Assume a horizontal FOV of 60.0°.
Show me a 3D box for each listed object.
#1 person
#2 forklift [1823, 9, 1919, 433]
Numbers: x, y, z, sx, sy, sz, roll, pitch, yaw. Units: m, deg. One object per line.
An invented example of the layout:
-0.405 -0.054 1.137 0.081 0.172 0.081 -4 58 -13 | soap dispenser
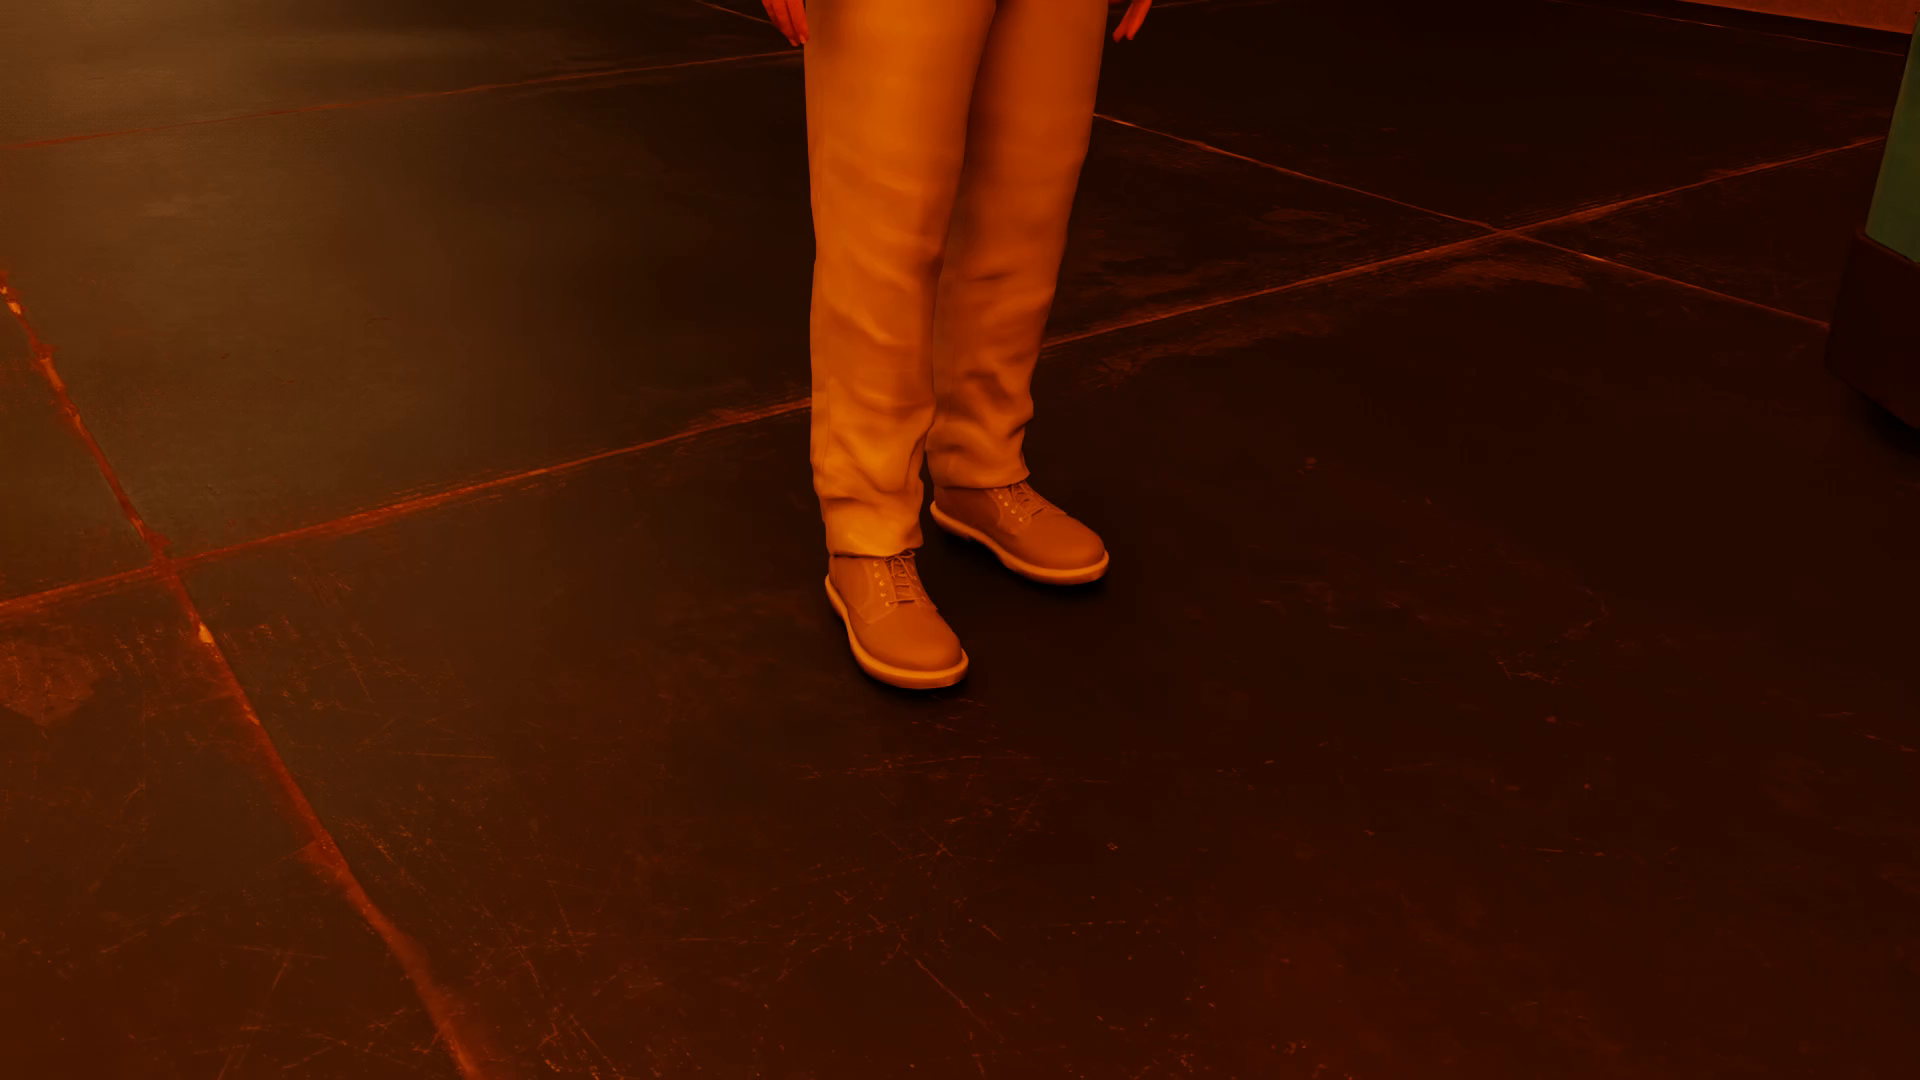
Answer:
0.034 -0.770 2.035 0.640 1.779 0.575 -17 31 -31 | person
3.066 -1.387 1.996 3.031 2.935 1.130 -1 27 -2 | forklift
